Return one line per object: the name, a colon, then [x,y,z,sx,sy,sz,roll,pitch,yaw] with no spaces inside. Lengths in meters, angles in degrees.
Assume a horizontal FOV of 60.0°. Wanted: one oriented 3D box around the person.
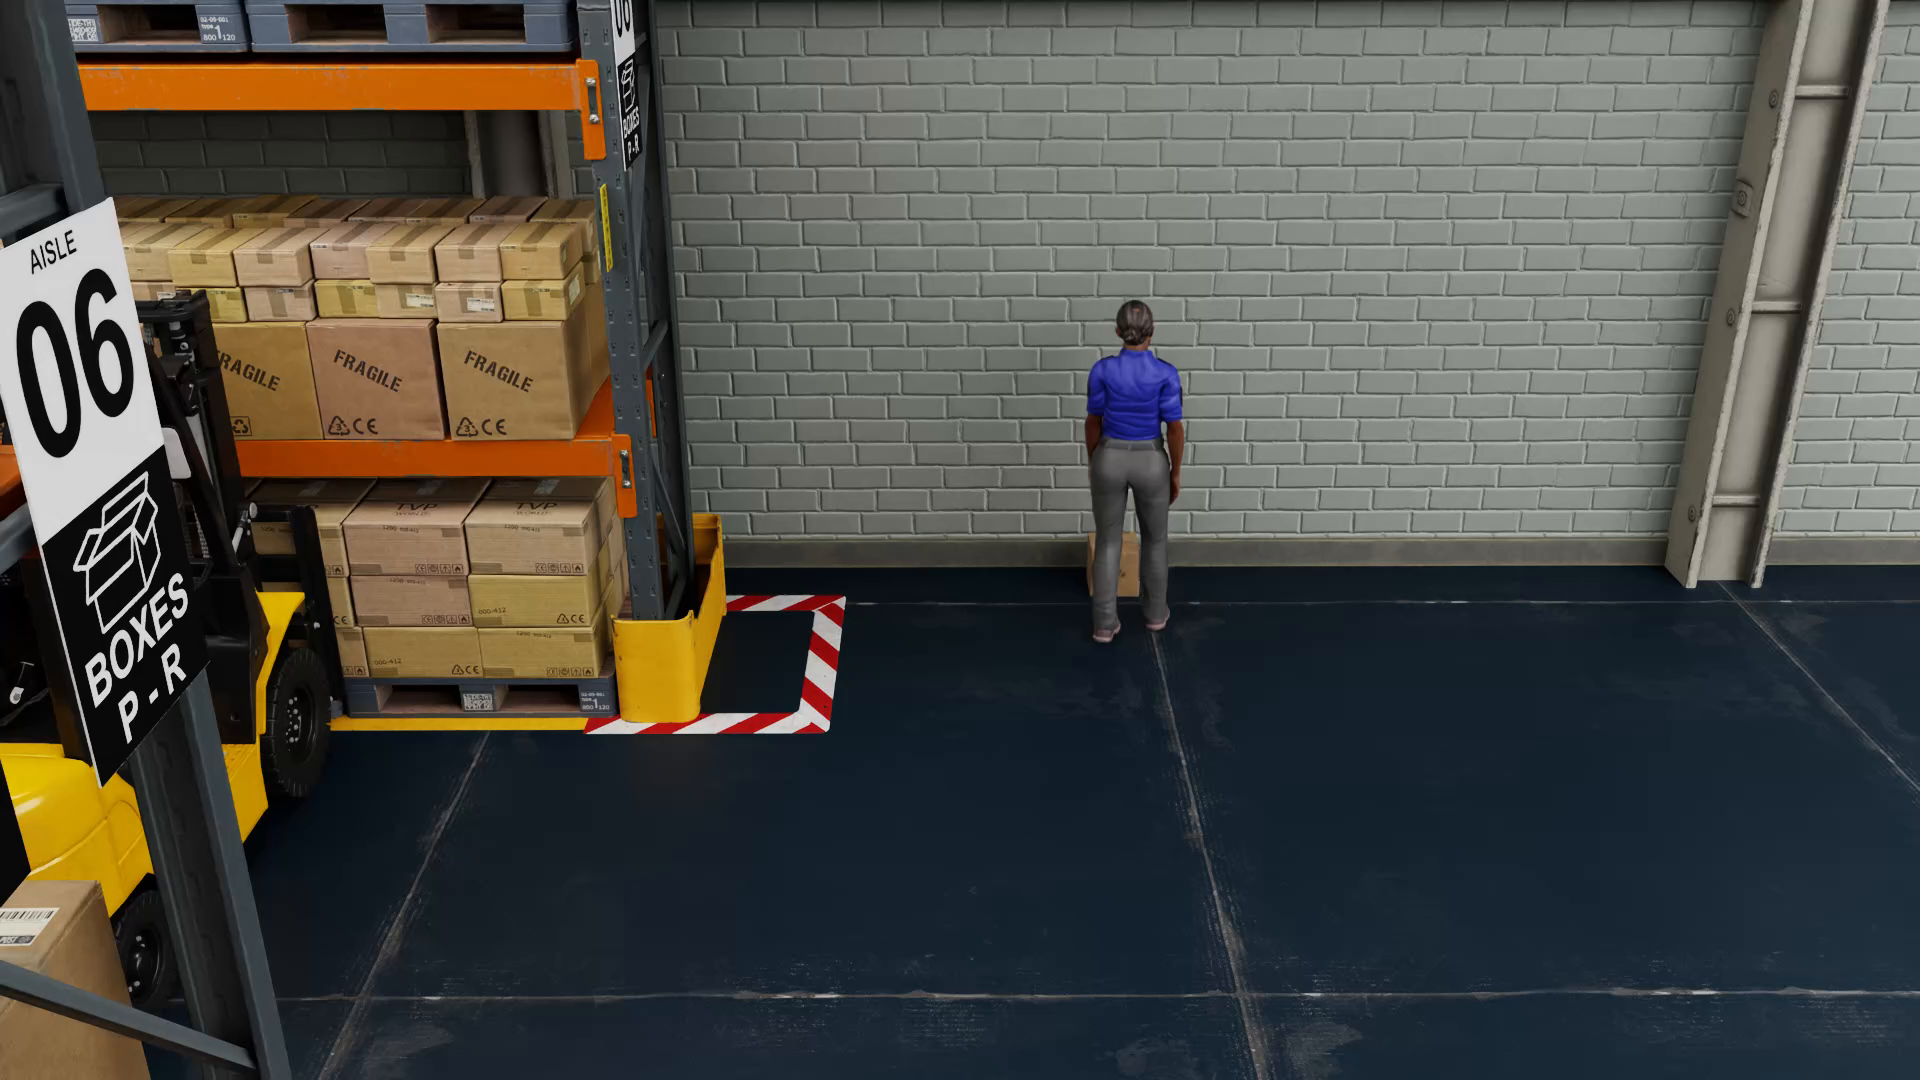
person: [0.810,-0.324,7.810,0.461,1.668,0.502,3,24,7]
